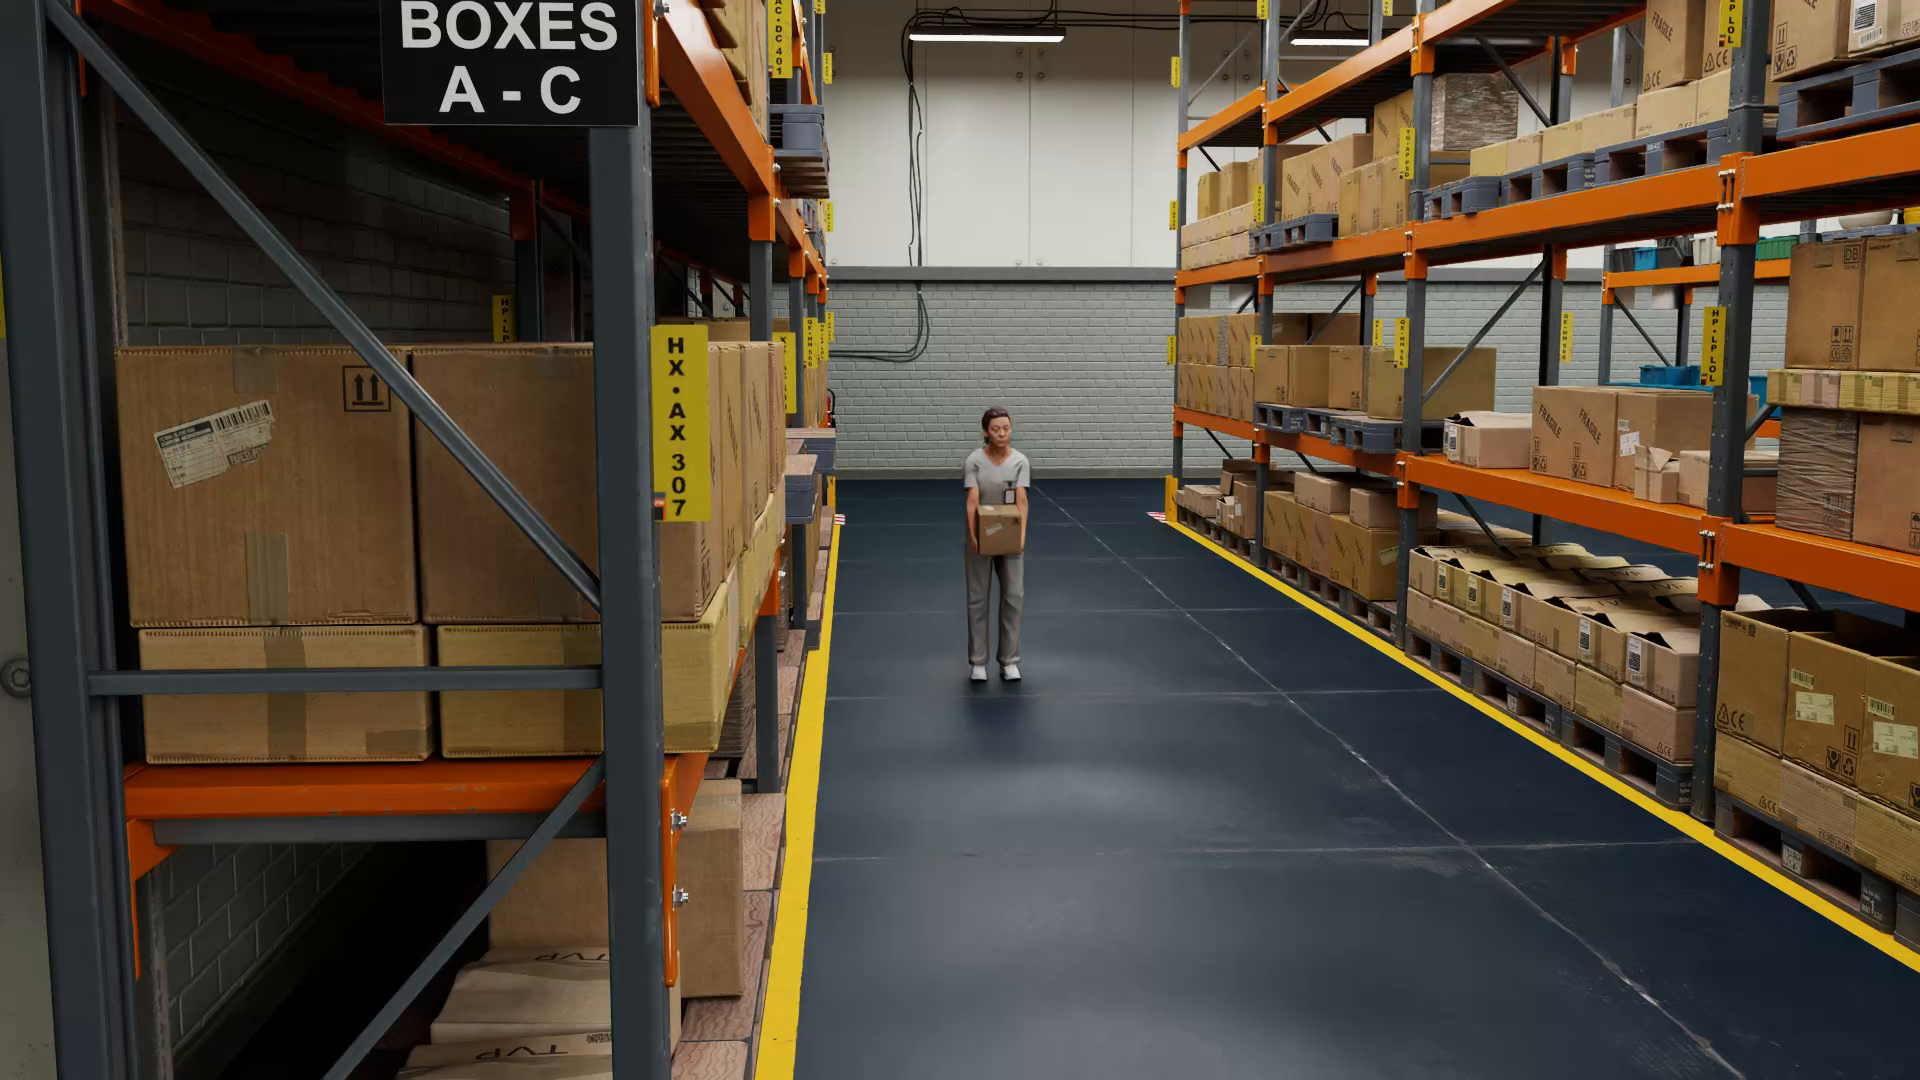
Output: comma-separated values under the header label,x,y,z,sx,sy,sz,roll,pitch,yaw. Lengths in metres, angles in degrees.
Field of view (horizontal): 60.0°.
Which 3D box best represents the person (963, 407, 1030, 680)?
label,x,y,z,sx,sy,sz,roll,pitch,yaw
person,0.226,0.145,10.150,0.411,1.419,0.512,-1,7,-5
